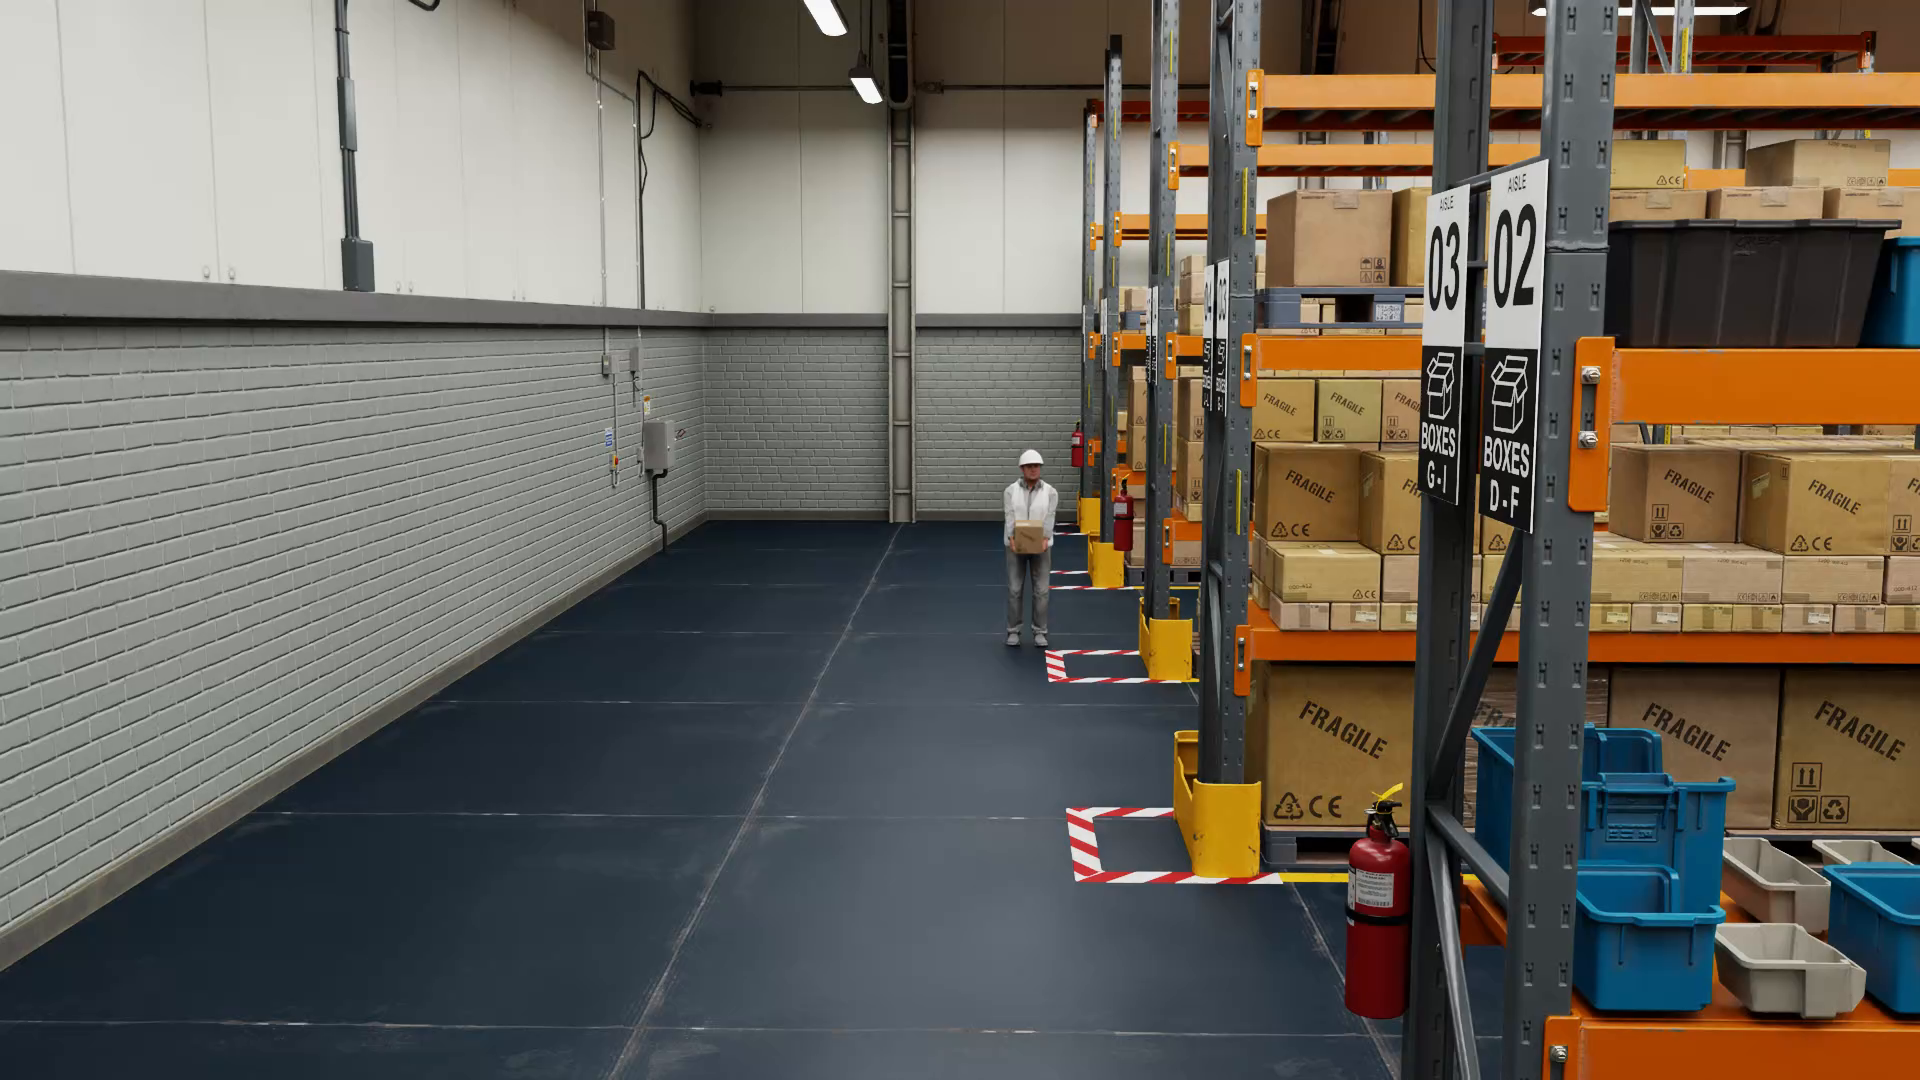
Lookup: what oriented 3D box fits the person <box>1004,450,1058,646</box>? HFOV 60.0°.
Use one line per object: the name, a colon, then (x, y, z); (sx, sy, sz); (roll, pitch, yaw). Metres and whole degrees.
person: (0.634, 0.080, 15.051); (0.483, 1.768, 0.539); (0, 7, 2)
